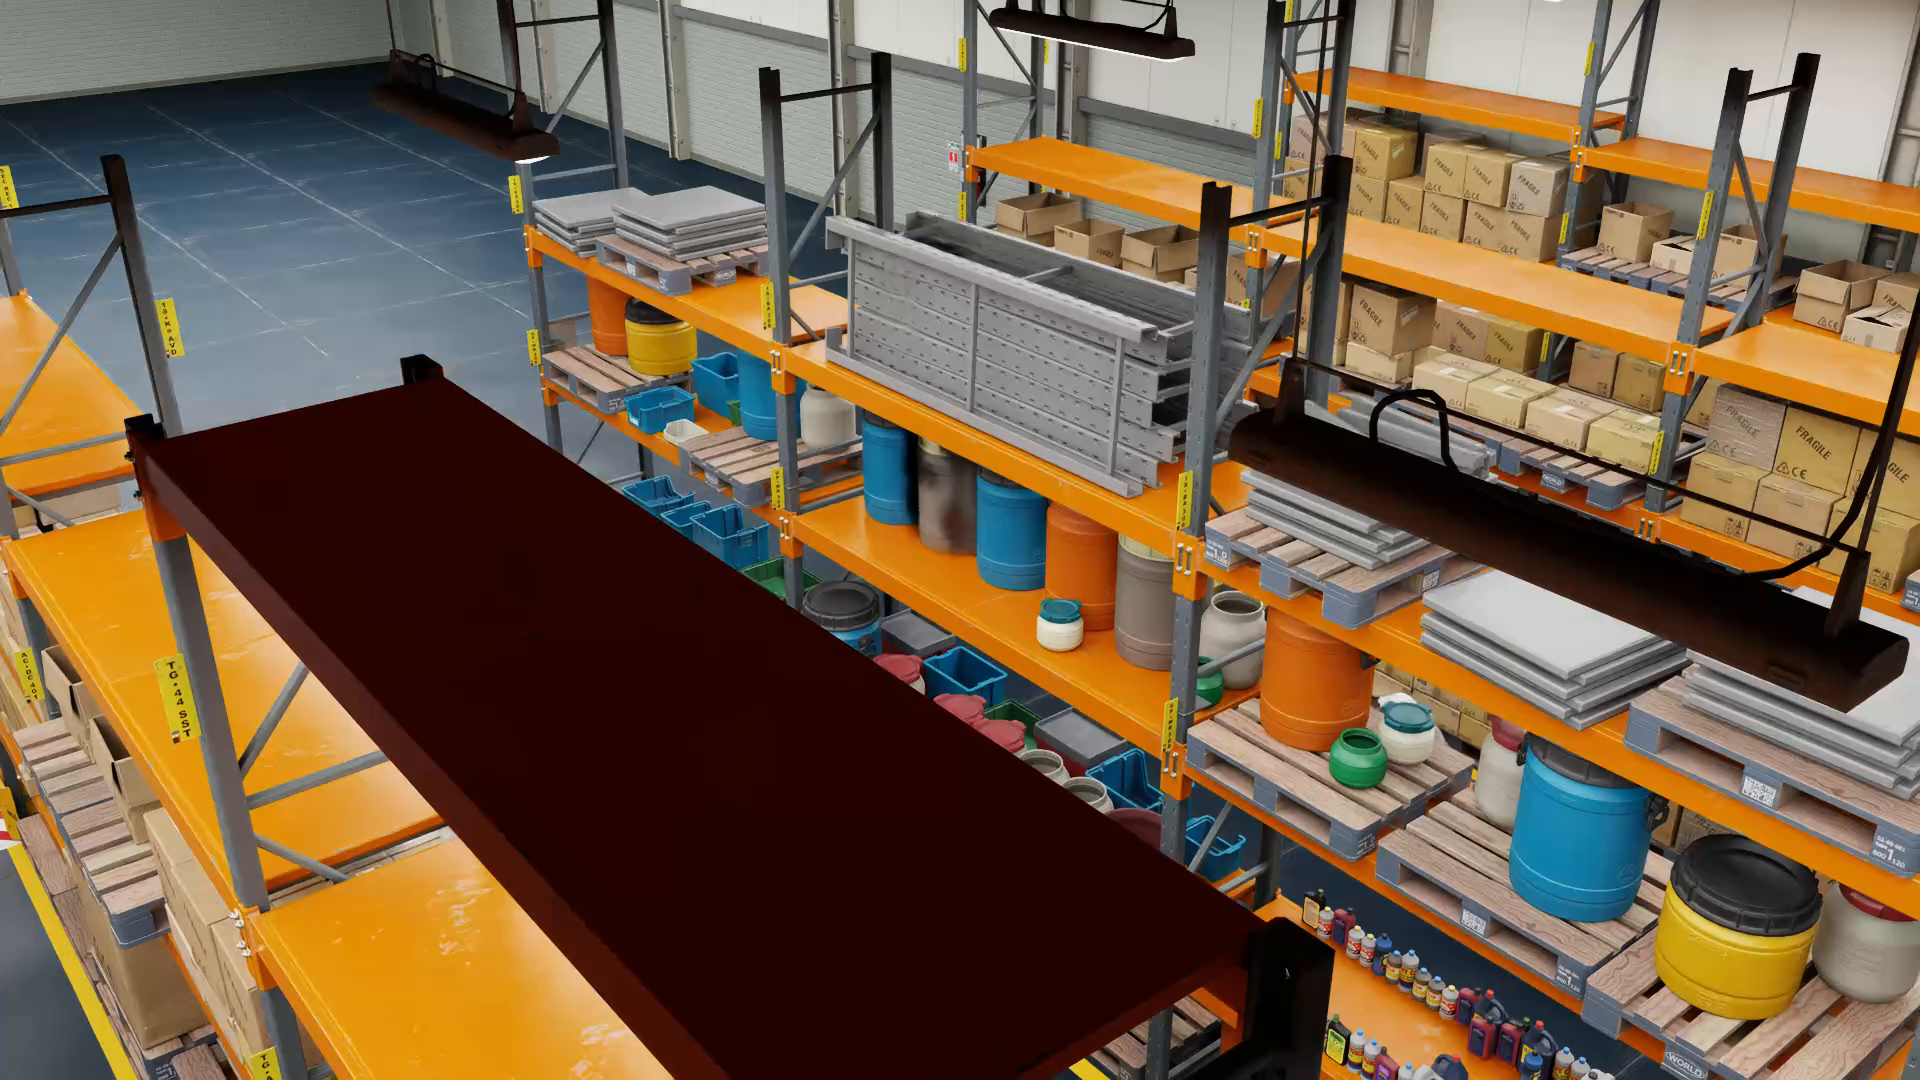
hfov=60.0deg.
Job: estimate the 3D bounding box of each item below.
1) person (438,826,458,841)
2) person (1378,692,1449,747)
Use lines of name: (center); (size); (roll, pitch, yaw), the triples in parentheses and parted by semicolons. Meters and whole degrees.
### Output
person: (-3.638, 2.003, 11.673); (0.719, 1.627, 0.483); (-16, 30, -29)
person: (3.259, 1.866, 11.868); (0.720, 1.659, 0.664); (17, 31, 31)
